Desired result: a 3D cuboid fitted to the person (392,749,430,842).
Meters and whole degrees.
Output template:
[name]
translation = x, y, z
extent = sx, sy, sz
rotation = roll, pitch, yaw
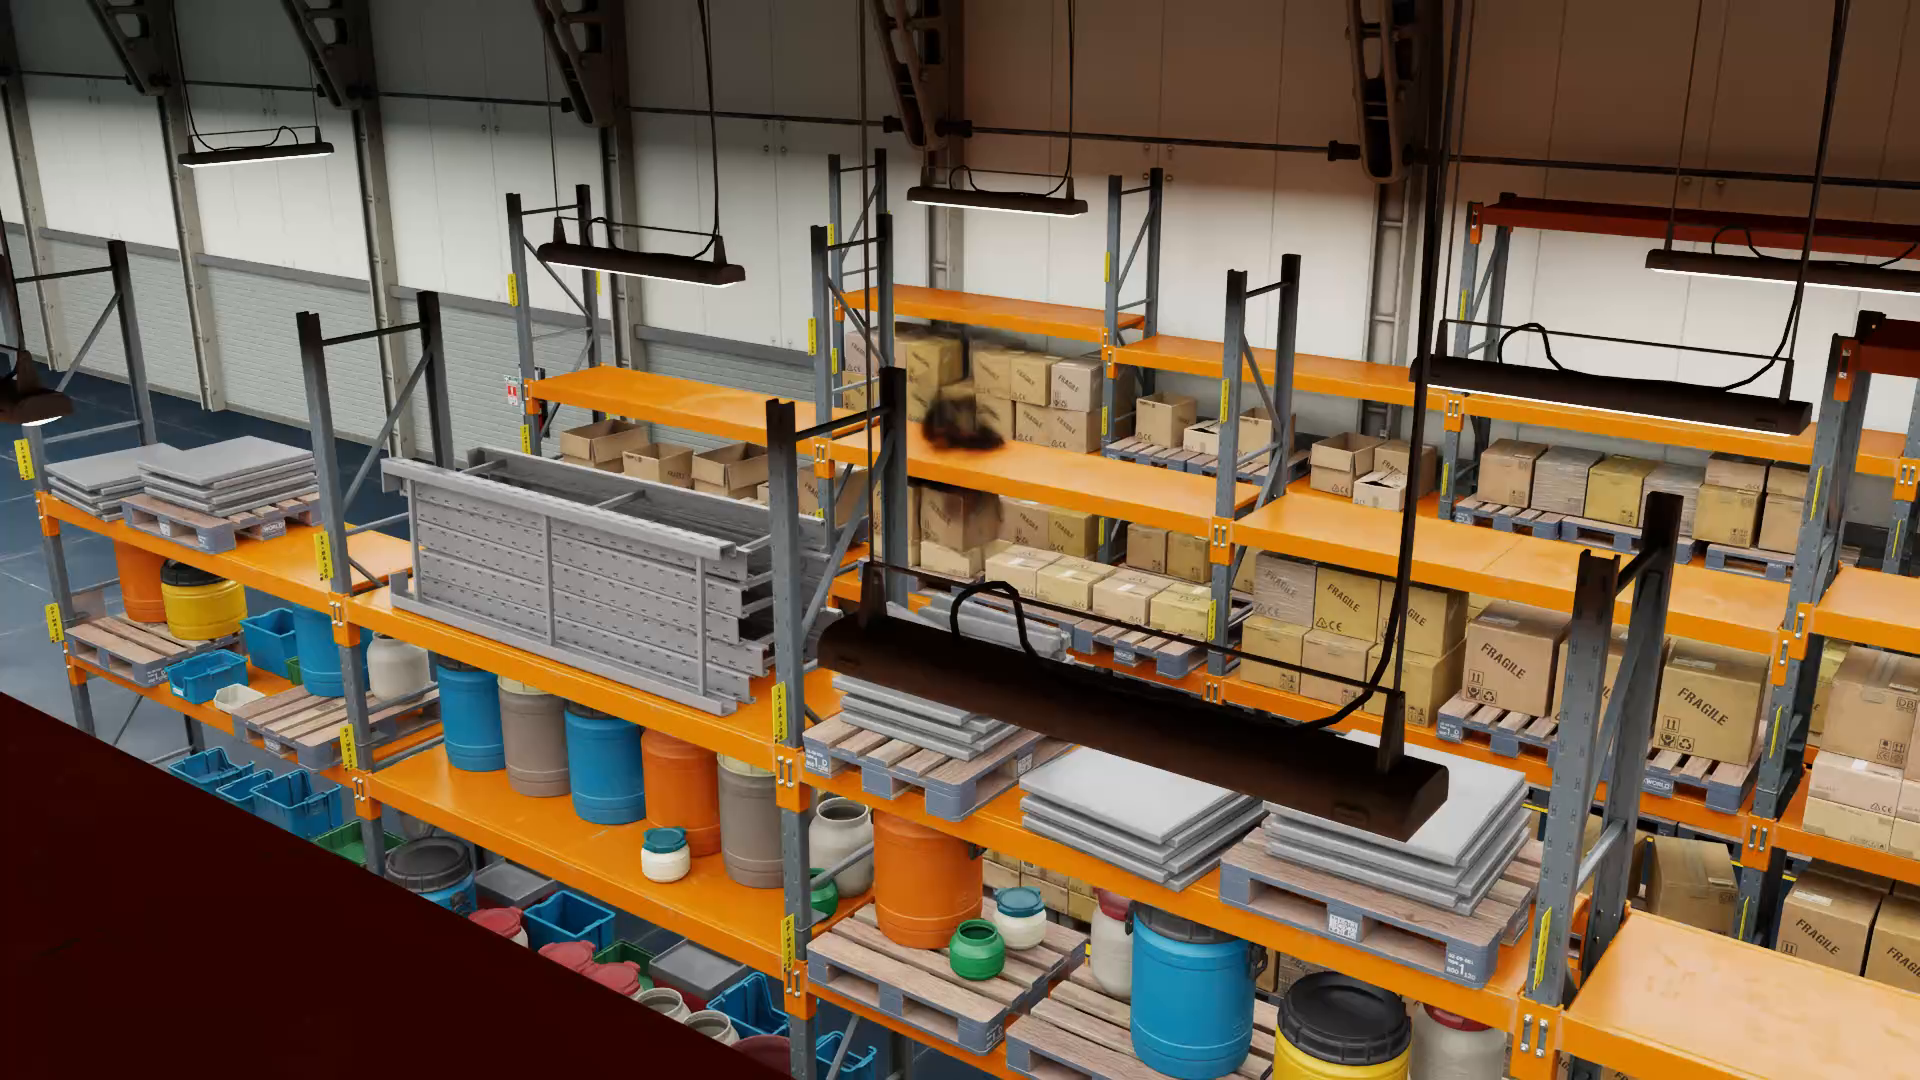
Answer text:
[person]
translation = -4.902, 2.451, 15.063
extent = 0.864, 1.701, 0.611
rotation = 12, 22, 33
